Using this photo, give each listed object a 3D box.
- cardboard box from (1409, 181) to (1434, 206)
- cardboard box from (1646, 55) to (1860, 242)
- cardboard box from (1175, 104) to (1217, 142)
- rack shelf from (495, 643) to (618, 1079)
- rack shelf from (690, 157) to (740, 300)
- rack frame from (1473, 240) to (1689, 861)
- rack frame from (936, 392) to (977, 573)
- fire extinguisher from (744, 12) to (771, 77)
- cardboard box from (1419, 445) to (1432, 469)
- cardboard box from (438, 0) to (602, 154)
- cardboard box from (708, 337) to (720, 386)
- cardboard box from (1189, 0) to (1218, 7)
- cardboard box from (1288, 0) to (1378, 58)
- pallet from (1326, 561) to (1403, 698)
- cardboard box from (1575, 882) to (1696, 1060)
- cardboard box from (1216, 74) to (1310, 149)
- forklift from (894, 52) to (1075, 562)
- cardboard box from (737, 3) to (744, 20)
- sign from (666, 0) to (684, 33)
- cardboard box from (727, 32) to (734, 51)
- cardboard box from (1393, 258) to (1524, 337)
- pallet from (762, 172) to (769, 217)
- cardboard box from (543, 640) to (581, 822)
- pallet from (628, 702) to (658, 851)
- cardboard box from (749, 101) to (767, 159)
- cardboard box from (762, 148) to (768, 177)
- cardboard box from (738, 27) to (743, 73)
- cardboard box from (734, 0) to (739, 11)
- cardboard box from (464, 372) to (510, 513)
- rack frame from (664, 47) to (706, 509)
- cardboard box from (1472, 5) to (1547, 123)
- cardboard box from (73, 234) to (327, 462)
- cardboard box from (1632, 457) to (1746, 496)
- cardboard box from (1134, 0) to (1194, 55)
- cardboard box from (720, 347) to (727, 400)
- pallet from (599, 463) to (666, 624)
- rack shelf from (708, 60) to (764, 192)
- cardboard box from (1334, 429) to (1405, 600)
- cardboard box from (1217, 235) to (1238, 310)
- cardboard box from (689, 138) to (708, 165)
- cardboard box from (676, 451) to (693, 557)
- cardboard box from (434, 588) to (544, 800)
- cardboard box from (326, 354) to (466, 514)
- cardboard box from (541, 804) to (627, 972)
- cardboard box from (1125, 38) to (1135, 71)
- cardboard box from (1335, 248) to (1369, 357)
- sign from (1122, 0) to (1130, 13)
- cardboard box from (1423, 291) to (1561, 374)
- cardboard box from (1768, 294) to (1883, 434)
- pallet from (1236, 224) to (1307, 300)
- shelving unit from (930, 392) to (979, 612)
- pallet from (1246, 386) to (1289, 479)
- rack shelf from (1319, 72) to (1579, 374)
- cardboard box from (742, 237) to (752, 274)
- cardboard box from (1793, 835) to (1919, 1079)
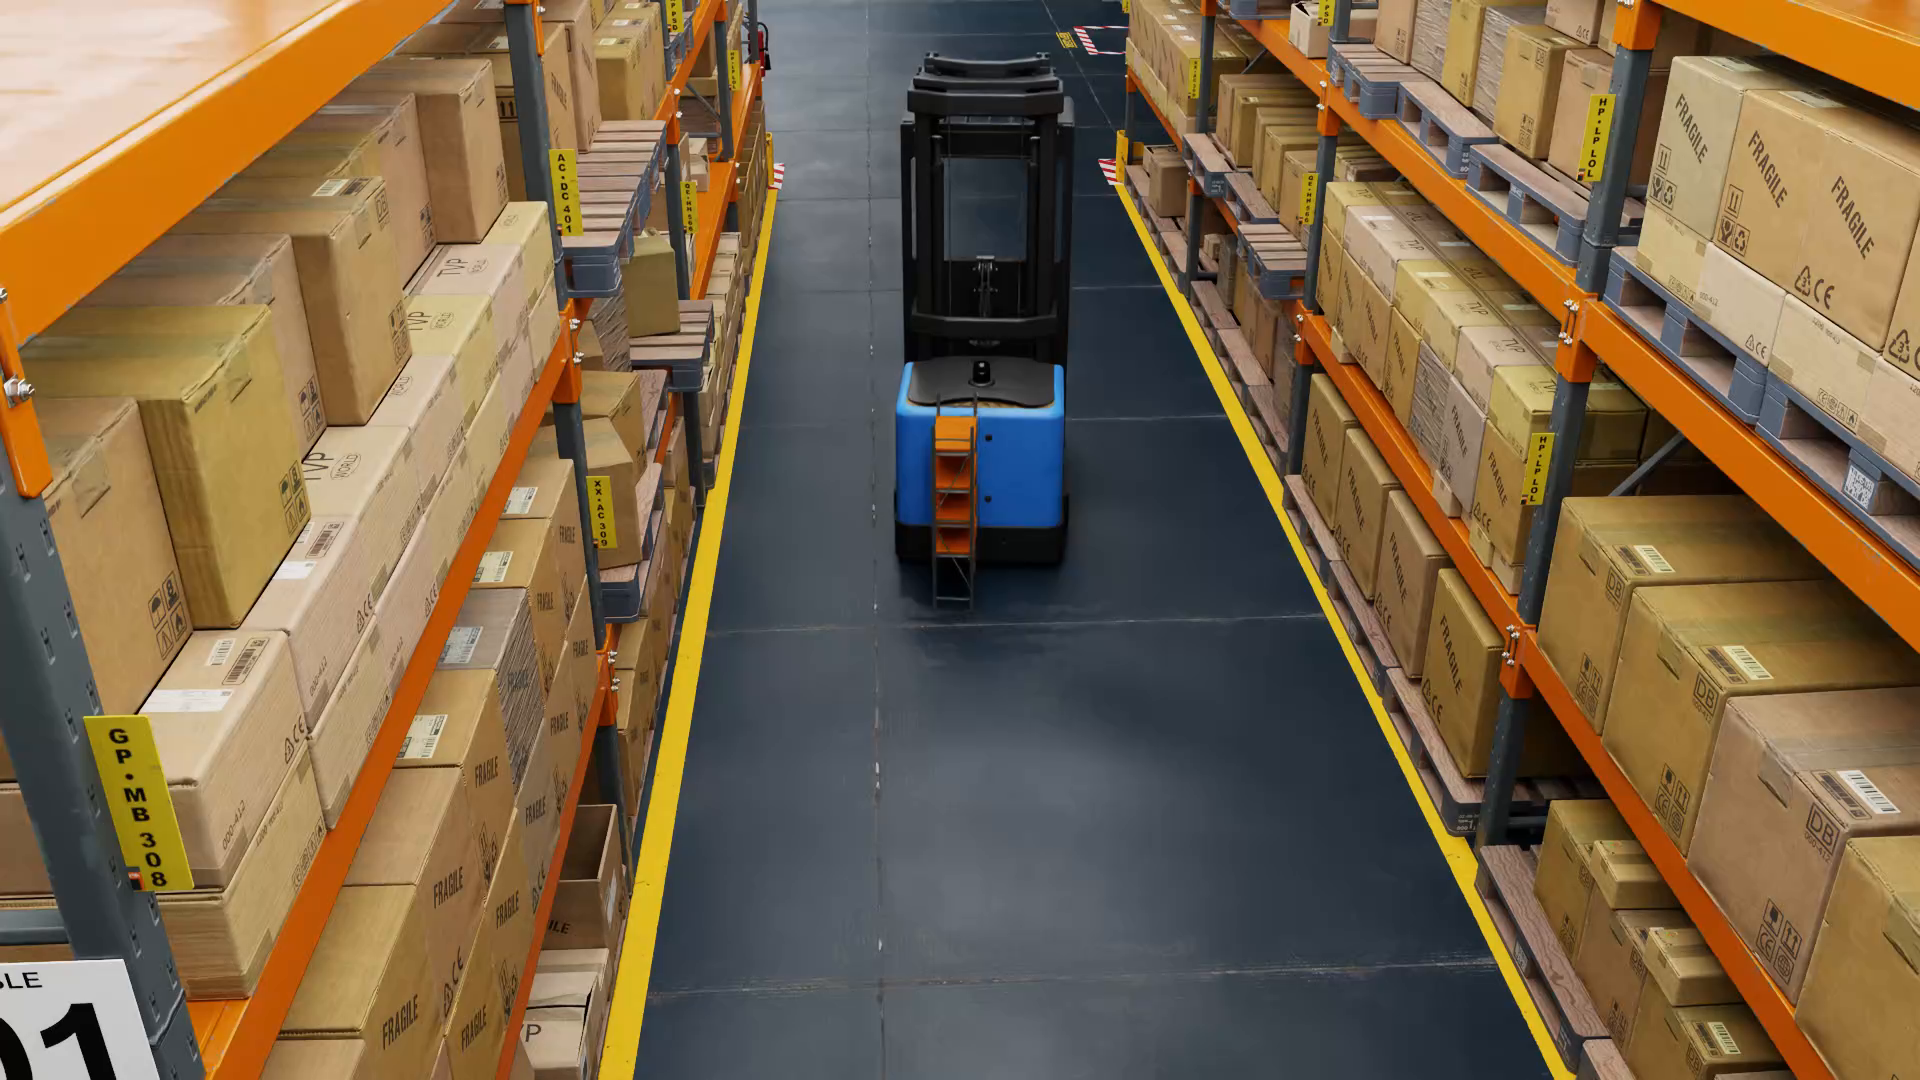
[{"bbox_3d":[3.015,-1.994,10.067,0.500,0.250,0.500,-1,28,-1],"label":"cardboard box"},{"bbox_3d":[2.698,-1.323,5.588,0.500,0.500,0.500,-2,28,-3],"label":"cardboard box"},{"bbox_3d":[2.196,-3.681,14.704,0.500,0.250,0.500,-1,28,-3],"label":"cardboard box"},{"bbox_3d":[-1.902,1.532,5.348,1.077,0.370,4.000,-1,28,-3],"label":"rack shelf"},{"bbox_3d":[-2.319,-2.163,12.431,1.077,0.370,4.000,-1,28,-3],"label":"rack shelf"},{"bbox_3d":[2.941,0.168,7.185,1.000,3.000,0.127,-1,28,-3],"label":"rack frame"},{"bbox_3d":[-0.019,-0.335,10.094,0.240,1.200,0.015,1,28,2],"label":"rack frame"},{"bbox_3d":[-2.175,-5.284,17.721,0.296,0.674,0.183,-1,28,-3],"label":"fire extinguisher"},{"bbox_3d":[2.618,-0.467,8.651,0.380,0.149,0.250,-2,28,-4],"label":"cardboard box"},{"bbox_3d":[-2.031,-2.166,7.745,0.600,0.600,0.600,-2,28,-5],"label":"cardboard box"},{"bbox_3d":[-1.985,-1.265,11.845,0.500,0.311,0.500,-2,28,-4],"label":"cardboard box"},{"bbox_3d":[2.568,-5.204,16.813,0.500,0.500,0.500,-1,28,-2],"label":"cardboard box"},{"bbox_3d":[2.425,-3.305,10.674,0.500,0.311,0.500,-1,28,-3],"label":"cardboard box"},{"bbox_3d":[2.759,0.485,9.592,1.003,0.211,1.213,-1,28,-3],"label":"pallet"},{"bbox_3d":[2.900,1.670,6.554,0.700,0.500,0.500,-2,28,-3],"label":"cardboard box"},{"bbox_3d":[2.516,-3.530,13.691,0.700,0.500,0.500,-1,28,-2],"label":"cardboard box"},{"bbox_3d":[0.183,-1.806,11.043,1.130,2.935,3.031,1,28,2],"label":"forklift"},{"bbox_3d":[-2.422,-5.413,17.075,0.380,0.149,0.250,-2,28,-4],"label":"cardboard box"},{"bbox_3d":[-1.673,-3.130,9.704,0.100,0.325,0.005,-1,28,-3],"label":"sign"},{"bbox_3d":[-2.339,-4.696,15.701,0.380,0.149,0.250,-2,28,-3],"label":"cardboard box"},{"bbox_3d":[2.590,-1.267,8.673,0.500,0.250,0.500,-2,28,-4],"label":"cardboard box"},{"bbox_3d":[-2.551,-3.664,17.547,1.003,0.211,1.213,-1,28,-3],"label":"pallet"},{"bbox_3d":[-1.695,0.707,6.042,0.500,0.500,0.500,-1,28,-1],"label":"cardboard box"},{"bbox_3d":[-2.086,1.151,8.315,1.003,0.211,1.213,-1,28,-3],"label":"pallet"},{"bbox_3d":[-2.307,-4.312,17.482,0.500,0.500,0.500,-1,28,-3],"label":"cardboard box"},{"bbox_3d":[-2.309,-3.979,17.655,0.500,0.250,0.500,-1,28,-3],"label":"cardboard box"},{"bbox_3d":[-2.621,-5.081,17.140,0.700,0.500,0.500,-1,28,-3],"label":"cardboard box"},{"bbox_3d":[-2.618,-5.632,16.793,0.700,0.500,0.500,-1,28,-2],"label":"cardboard box"},{"bbox_3d":[-1.665,-0.294,4.989,0.500,0.250,0.500,-1,28,-3],"label":"cardboard box"},{"bbox_3d":[-2.215,-1.558,10.494,1.000,3.000,0.127,-1,28,-3],"label":"rack frame"},{"bbox_3d":[2.949,-2.299,8.087,0.700,0.500,0.500,-1,28,-3],"label":"cardboard box"},{"bbox_3d":[-1.915,-0.379,3.801,0.700,0.500,0.500,-1,28,-3],"label":"cardboard box"},{"bbox_3d":[3.168,-0.236,7.507,0.500,0.500,0.500,-2,28,-4],"label":"cardboard box"},{"bbox_3d":[2.055,-5.193,16.792,0.500,0.500,0.500,-1,28,-2],"label":"cardboard box"},{"bbox_3d":[-2.009,-1.246,12.415,0.500,0.250,0.500,-2,28,-4],"label":"cardboard box"},{"bbox_3d":[-1.939,0.003,7.709,1.003,0.211,1.213,-1,28,-3],"label":"pallet"},{"bbox_3d":[-2.528,-4.010,15.973,1.077,0.370,4.000,-1,28,-3],"label":"rack shelf"},{"bbox_3d":[2.679,-0.165,9.693,0.750,0.750,0.750,-2,28,-3],"label":"cardboard box"},{"bbox_3d":[2.578,-2.274,14.094,0.700,0.500,0.500,0,28,-1],"label":"cardboard box"},{"bbox_3d":[-2.354,-3.113,13.636,0.500,0.250,0.500,0,28,1],"label":"cardboard box"},{"bbox_3d":[-1.932,-0.219,10.153,0.500,0.500,0.500,0,28,-1],"label":"cardboard box"},{"bbox_3d":[-1.665,0.498,5.362,0.500,0.500,0.500,-1,28,-2],"label":"cardboard box"},{"bbox_3d":[-1.638,-0.285,4.431,0.500,0.250,0.500,-1,28,-3],"label":"cardboard box"},{"bbox_3d":[-1.693,1.459,6.937,0.500,0.500,0.500,-1,28,-3],"label":"cardboard box"},{"bbox_3d":[2.023,-5.083,17.393,0.500,0.250,0.500,-2,28,-4],"label":"cardboard box"},{"bbox_3d":[2.520,-1.392,9.724,0.500,0.500,0.500,0,28,-1],"label":"cardboard box"},{"bbox_3d":[1.772,-5.745,17.585,0.100,0.325,0.005,-1,28,-3],"label":"sign"},{"bbox_3d":[2.617,-1.031,8.221,0.500,0.250,0.500,-1,28,-2],"label":"cardboard box"},{"bbox_3d":[2.760,-0.528,4.876,0.500,0.250,0.500,-2,28,-4],"label":"cardboard box"},{"bbox_3d":[2.588,-1.921,11.397,1.213,0.211,1.003,-1,28,-3],"label":"pallet"},{"bbox_3d":[-0.030,-0.222,9.878,0.258,1.200,0.503,1,28,2],"label":"shelving unit"},{"bbox_3d":[2.693,-0.804,12.063,1.003,0.211,1.213,-1,28,-3],"label":"pallet"},{"bbox_3d":[2.836,-1.767,8.428,1.077,0.370,4.000,-1,28,-3],"label":"rack shelf"},{"bbox_3d":[-2.145,-2.594,14.999,0.500,0.250,0.500,-1,28,-3],"label":"cardboard box"},{"bbox_3d":[3.064,1.311,4.668,0.980,0.700,0.700,-2,28,-3],"label":"cardboard box"}]
